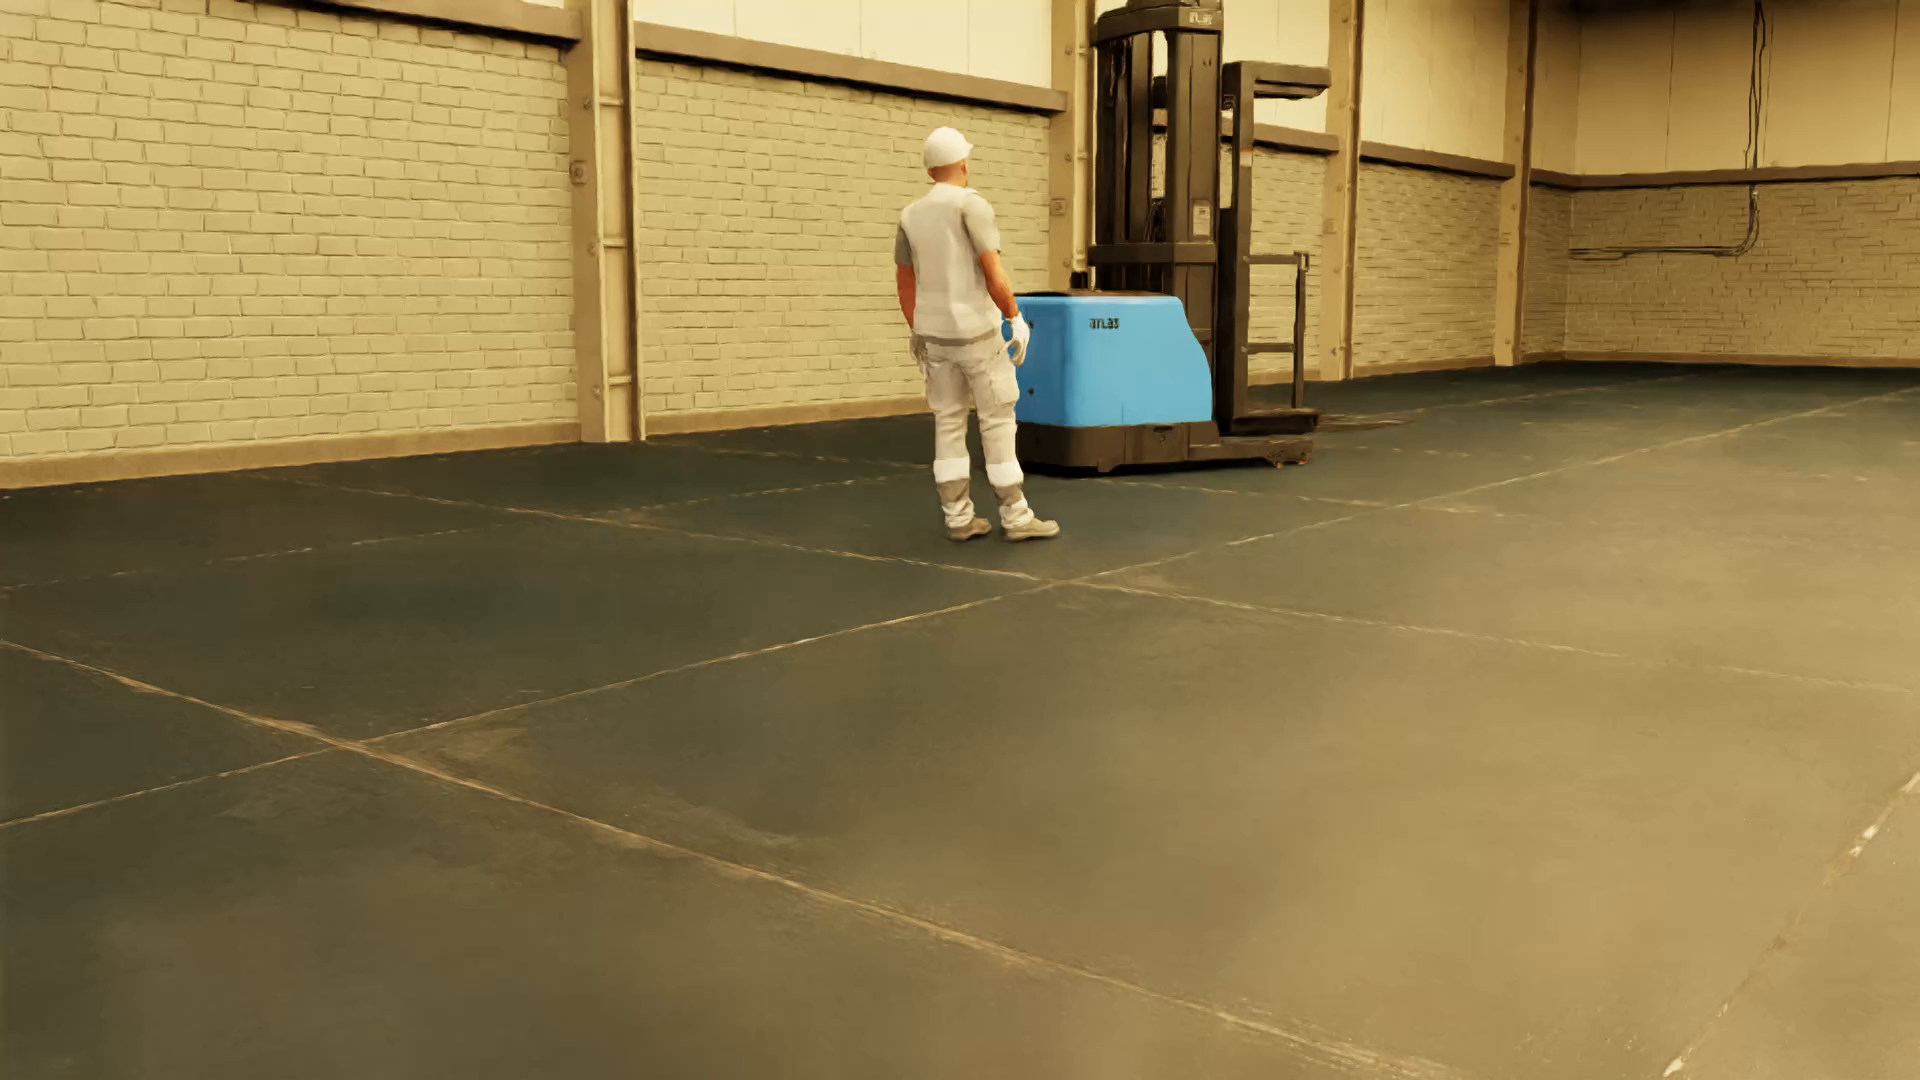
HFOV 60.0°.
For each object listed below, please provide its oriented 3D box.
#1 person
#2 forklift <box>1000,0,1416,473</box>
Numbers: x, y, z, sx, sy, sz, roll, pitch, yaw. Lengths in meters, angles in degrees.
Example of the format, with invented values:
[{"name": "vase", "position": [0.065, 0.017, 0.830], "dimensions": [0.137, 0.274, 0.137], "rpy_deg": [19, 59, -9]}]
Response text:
[{"name": "person", "position": [0.059, -0.900, 7.329], "dimensions": [0.637, 1.787, 0.563], "rpy_deg": [7, 11, 38]}, {"name": "forklift", "position": [1.694, -1.985, 10.848], "dimensions": [3.031, 2.935, 1.130], "rpy_deg": [-5, 10, -31]}]
